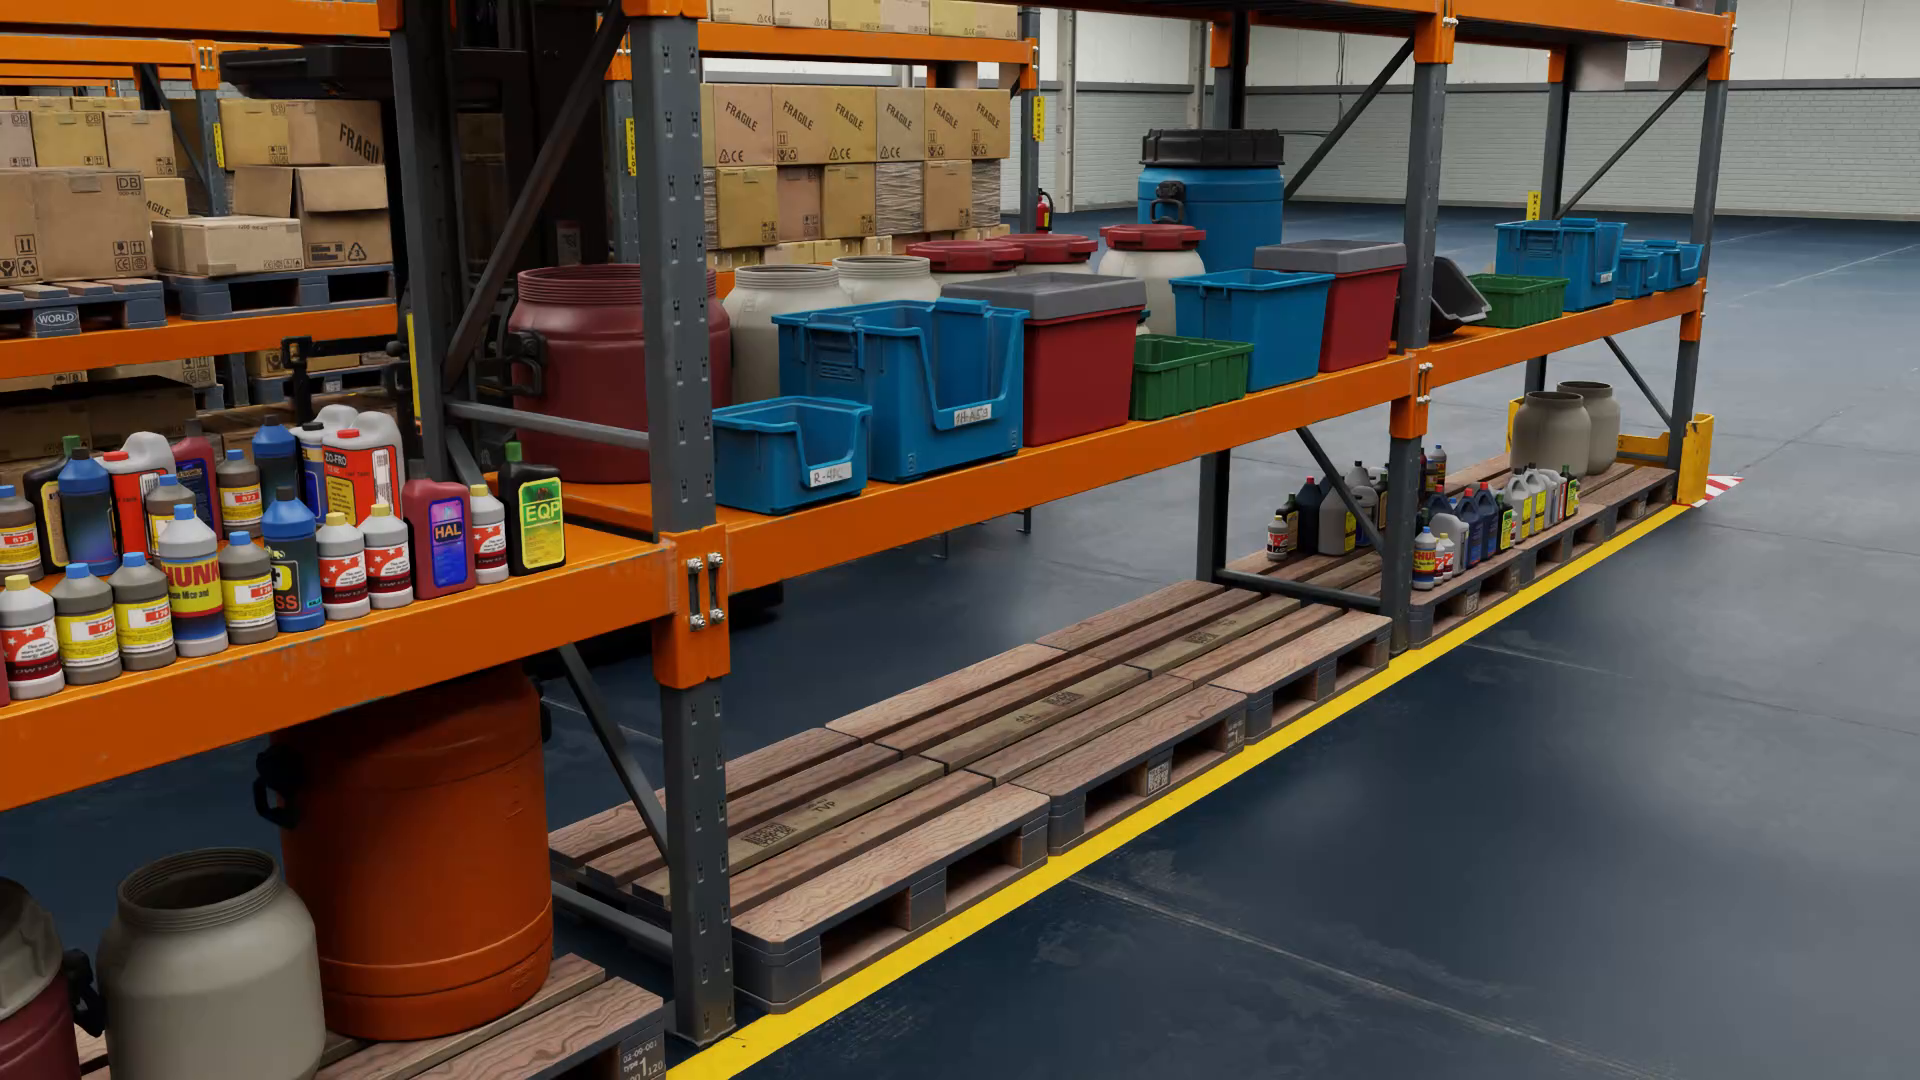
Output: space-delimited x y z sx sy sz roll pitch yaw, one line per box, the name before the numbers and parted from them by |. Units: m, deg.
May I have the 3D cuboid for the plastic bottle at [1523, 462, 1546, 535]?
plastic bottle | 2.852 -0.213 8.355 0.144 0.351 0.185 12 19 40

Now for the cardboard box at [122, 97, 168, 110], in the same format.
cardboard box | -8.664 -4.368 17.388 0.700 0.500 0.500 11 18 37

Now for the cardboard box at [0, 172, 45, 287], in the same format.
cardboard box | -4.539 -1.402 7.493 0.500 0.500 0.500 9 17 31

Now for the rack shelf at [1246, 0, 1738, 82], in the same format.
rack shelf | 2.776 -2.528 8.351 1.077 0.370 4.000 11 18 38

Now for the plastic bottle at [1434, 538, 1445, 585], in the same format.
plastic bottle | 2.124 0.091 7.464 0.097 0.201 0.097 0 14 0

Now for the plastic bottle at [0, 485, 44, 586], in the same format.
plastic bottle | -1.987 -0.013 3.484 0.097 0.201 0.097 0 14 0

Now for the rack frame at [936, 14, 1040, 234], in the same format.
rack frame | 0.181 -2.572 13.157 1.000 3.000 0.127 11 18 38

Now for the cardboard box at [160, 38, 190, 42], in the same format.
cardboard box | -8.279 -5.295 17.484 0.500 0.250 0.500 12 18 39

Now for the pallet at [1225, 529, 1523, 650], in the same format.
pallet | 1.974 0.189 7.948 1.003 0.211 1.213 11 18 38

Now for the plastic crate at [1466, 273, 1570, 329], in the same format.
plastic crate | 2.592 -1.153 8.002 0.450 0.188 0.662 11 18 38

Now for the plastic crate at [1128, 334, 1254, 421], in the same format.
plastic crate | 0.644 -0.560 5.665 0.450 0.188 0.662 11 18 38

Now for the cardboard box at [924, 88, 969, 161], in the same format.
cardboard box | -0.282 -3.009 12.039 0.500 0.500 0.500 11 18 38

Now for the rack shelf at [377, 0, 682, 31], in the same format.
rack shelf | -2.252 -0.996 2.320 1.077 0.370 4.000 11 18 38

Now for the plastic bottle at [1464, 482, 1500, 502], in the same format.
plastic bottle | 2.604 -0.159 8.295 0.152 0.276 0.135 11 18 38

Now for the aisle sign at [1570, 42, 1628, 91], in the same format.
aisle sign | 3.851 -3.125 10.052 0.394 0.787 0.004 11 18 38

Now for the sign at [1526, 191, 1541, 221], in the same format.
sign | 3.608 -2.026 10.444 0.100 0.325 0.005 11 18 38

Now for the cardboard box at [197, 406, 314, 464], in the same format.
cardboard box | -3.752 -0.391 8.754 0.700 0.500 0.500 13 19 42

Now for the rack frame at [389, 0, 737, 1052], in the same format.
rack frame | -0.995 -0.274 4.109 1.000 3.000 0.127 11 18 38

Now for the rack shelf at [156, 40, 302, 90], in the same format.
rack shelf | -4.870 -4.081 14.466 1.077 0.370 4.000 11 18 38

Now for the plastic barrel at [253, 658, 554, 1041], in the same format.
plastic barrel | -1.289 0.671 3.945 0.600 0.830 0.708 11 18 38

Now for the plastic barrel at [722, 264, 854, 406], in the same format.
plastic barrel | -0.514 -0.558 5.001 0.421 0.512 0.421 0 14 0

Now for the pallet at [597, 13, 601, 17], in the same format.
pallet | -2.804 -3.067 9.395 1.213 0.211 1.003 11 18 38

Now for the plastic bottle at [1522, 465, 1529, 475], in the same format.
plastic bottle | 2.957 -0.255 8.659 0.061 0.283 0.133 11 18 38

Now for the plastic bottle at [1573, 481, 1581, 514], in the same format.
plastic bottle | 3.220 -0.243 8.778 0.097 0.201 0.097 0 14 0

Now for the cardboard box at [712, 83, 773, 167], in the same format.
cardboard box | -1.539 -2.626 10.532 0.500 0.500 0.500 11 18 38

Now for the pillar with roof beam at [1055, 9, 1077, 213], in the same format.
pillar with roof beam | 5.904 -11.717 36.970 9.100 9.000 0.400 11 18 38

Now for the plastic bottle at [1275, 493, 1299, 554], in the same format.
plastic bottle | 1.565 -0.080 7.968 0.061 0.283 0.133 12 19 40

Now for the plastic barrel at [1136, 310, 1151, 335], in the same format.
plastic barrel | 0.568 -0.743 6.237 0.301 0.262 0.301 0 14 0

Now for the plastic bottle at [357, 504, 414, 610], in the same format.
plastic bottle | -1.149 0.029 3.319 0.097 0.201 0.097 0 14 0

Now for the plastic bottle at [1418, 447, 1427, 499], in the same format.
plastic bottle | 2.495 -0.363 9.083 0.061 0.283 0.133 12 18 38

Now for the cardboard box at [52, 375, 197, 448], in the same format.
cardboard box | -4.124 -0.642 8.217 0.500 0.250 0.500 -14 20 -43

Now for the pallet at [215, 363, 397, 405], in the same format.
pallet | -5.589 -1.375 14.108 1.003 0.211 1.213 11 18 38

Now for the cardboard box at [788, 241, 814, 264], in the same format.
cardboard box | -1.197 -1.922 11.108 0.380 0.149 0.250 11 18 38

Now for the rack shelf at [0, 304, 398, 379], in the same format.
rack shelf | -3.590 -1.075 8.722 1.077 0.370 4.000 11 18 38

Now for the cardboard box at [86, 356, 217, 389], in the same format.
cardboard box | -6.448 -1.574 12.941 1.050 0.750 0.750 11 18 37

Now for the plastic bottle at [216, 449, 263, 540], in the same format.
plastic bottle | -1.673 -0.108 3.860 0.097 0.201 0.097 0 14 0

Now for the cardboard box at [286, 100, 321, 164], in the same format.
cardboard box | -5.614 -3.378 13.830 0.875 0.550 0.550 11 18 38

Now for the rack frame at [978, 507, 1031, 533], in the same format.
rack frame | 0.234 -0.798 9.219 0.400 1.500 0.023 11 18 38

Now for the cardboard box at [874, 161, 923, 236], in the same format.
cardboard box | -0.755 -2.461 11.909 0.875 0.500 0.500 11 18 38

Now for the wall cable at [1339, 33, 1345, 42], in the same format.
wall cable | 11.311 -14.416 43.643 3.097 2.526 0.112 11 18 38

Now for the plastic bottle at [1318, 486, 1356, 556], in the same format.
plastic bottle | 1.812 -0.115 7.969 0.144 0.351 0.185 11 18 38

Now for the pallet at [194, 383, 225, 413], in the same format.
pallet | -6.554 -1.082 12.955 1.003 0.211 1.213 11 18 38

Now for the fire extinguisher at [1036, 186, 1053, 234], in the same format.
fire extinguisher | 0.611 -2.486 12.972 0.296 0.674 0.183 11 18 38

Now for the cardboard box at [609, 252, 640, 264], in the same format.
cardboard box | -1.964 -1.679 10.151 0.380 0.149 0.250 11 18 38

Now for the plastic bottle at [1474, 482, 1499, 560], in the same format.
plastic bottle | 2.468 -0.096 7.894 0.144 0.351 0.185 10 18 35

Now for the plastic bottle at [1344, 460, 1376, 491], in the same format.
plastic bottle | 2.024 -0.236 8.445 0.144 0.351 0.185 11 18 37

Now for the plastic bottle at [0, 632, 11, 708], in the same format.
plastic bottle | -1.635 0.145 2.697 0.061 0.283 0.133 11 18 38

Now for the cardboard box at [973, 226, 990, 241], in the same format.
cardboard box | 0.005 -2.316 12.659 0.380 0.149 0.250 11 18 38

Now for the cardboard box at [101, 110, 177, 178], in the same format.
cardboard box | -6.435 -3.030 12.726 0.700 0.500 0.500 11 18 37

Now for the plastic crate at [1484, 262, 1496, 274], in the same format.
plastic crate | 3.221 -1.557 9.693 0.298 0.136 0.250 11 18 38

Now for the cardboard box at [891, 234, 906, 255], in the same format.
cardboard box | -0.610 -2.122 11.895 0.380 0.149 0.250 11 18 38

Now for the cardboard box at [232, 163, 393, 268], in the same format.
cardboard box | -3.351 -1.714 8.714 0.797 0.503 0.637 14 20 43

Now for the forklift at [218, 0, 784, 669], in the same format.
forklift | -2.237 -0.906 6.736 3.031 2.935 1.130 -13 19 -41

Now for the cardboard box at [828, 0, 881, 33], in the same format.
cardboard box | -0.877 -3.532 11.146 0.500 0.250 0.500 11 18 37

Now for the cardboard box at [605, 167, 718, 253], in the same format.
cardboard box | -2.002 -2.076 10.394 0.875 0.500 0.500 11 18 38

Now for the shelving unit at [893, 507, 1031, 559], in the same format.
shelving unit | 0.004 -0.728 8.943 0.431 1.500 0.755 11 18 38
